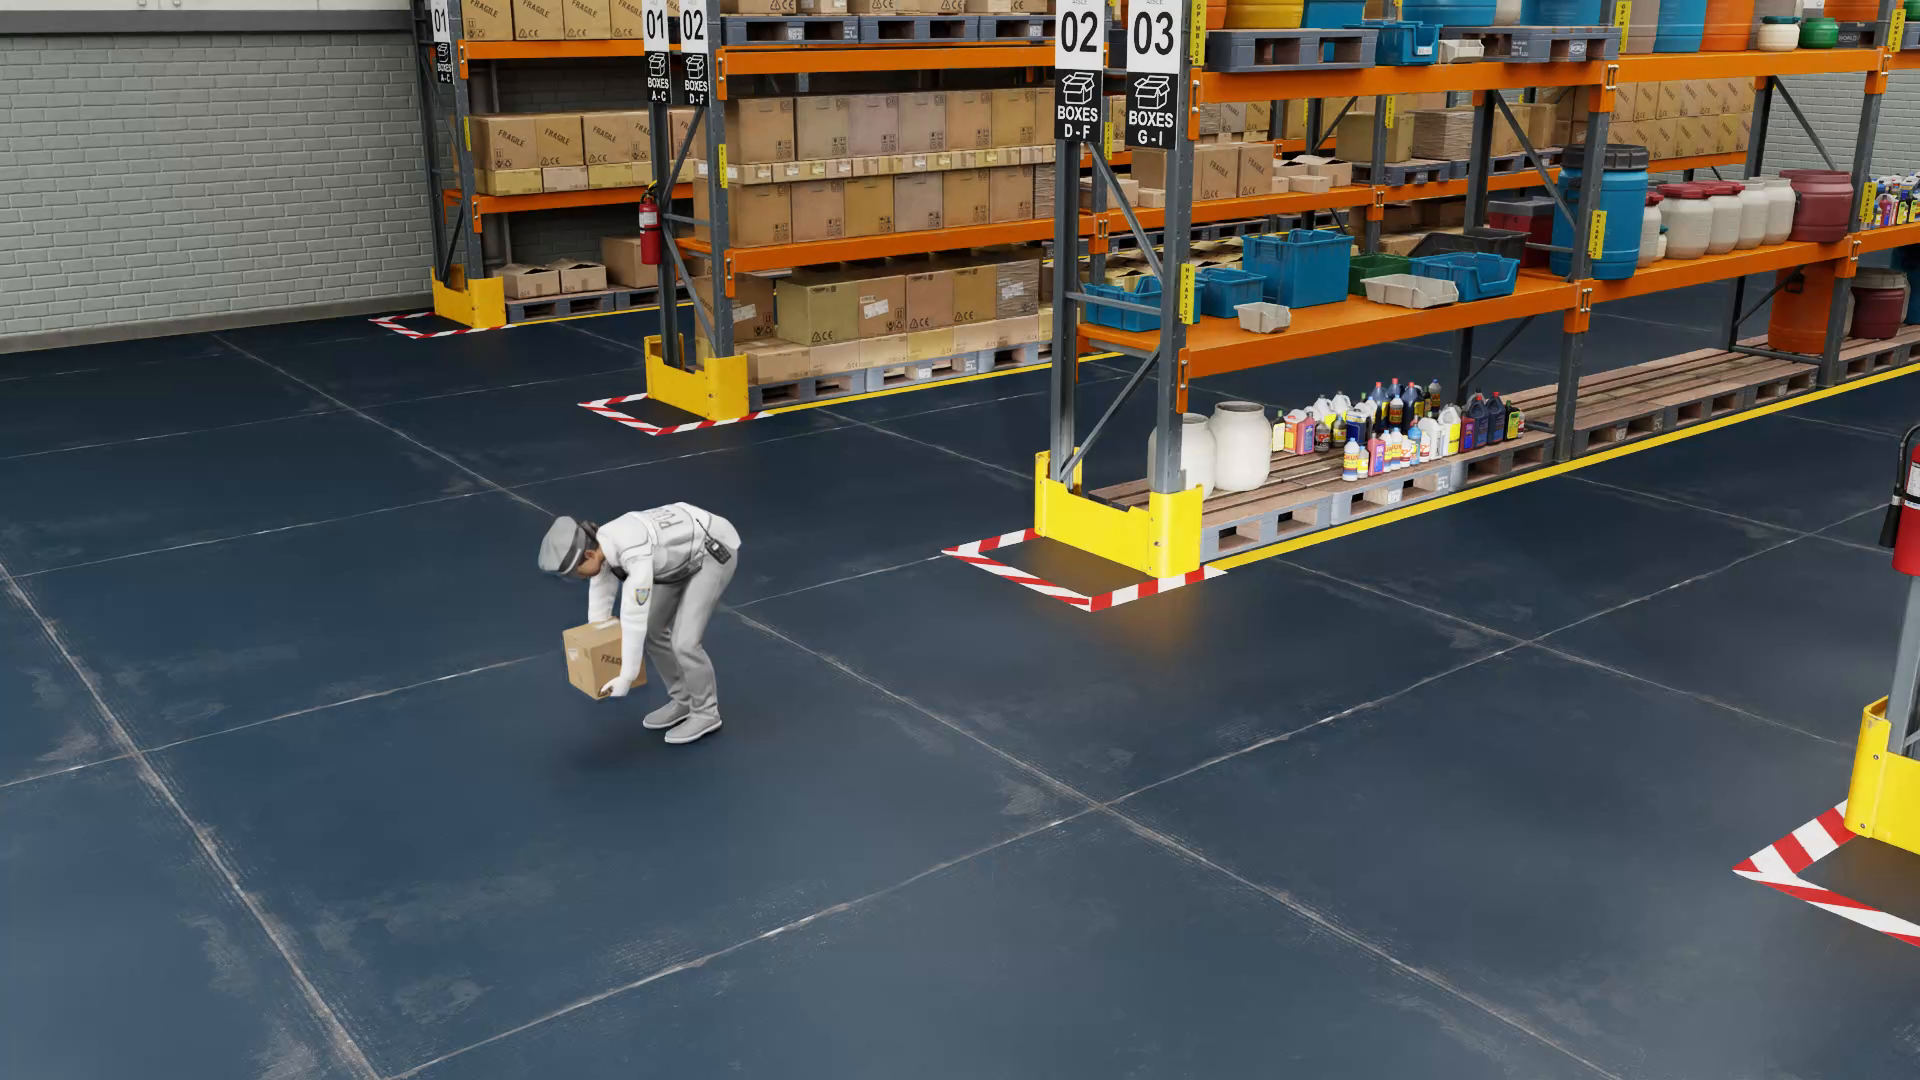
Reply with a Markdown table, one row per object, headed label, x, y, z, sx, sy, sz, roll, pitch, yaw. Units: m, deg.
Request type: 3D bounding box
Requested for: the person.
| label | x | y | z | sx | sy | sz | roll | pitch | yaw |
| --- | --- | --- | --- | --- | --- | --- | --- | --- | --- |
| person | -1.390 | 0.369 | 7.321 | 0.926 | 1.106 | 0.405 | -15 | 23 | -38 |
